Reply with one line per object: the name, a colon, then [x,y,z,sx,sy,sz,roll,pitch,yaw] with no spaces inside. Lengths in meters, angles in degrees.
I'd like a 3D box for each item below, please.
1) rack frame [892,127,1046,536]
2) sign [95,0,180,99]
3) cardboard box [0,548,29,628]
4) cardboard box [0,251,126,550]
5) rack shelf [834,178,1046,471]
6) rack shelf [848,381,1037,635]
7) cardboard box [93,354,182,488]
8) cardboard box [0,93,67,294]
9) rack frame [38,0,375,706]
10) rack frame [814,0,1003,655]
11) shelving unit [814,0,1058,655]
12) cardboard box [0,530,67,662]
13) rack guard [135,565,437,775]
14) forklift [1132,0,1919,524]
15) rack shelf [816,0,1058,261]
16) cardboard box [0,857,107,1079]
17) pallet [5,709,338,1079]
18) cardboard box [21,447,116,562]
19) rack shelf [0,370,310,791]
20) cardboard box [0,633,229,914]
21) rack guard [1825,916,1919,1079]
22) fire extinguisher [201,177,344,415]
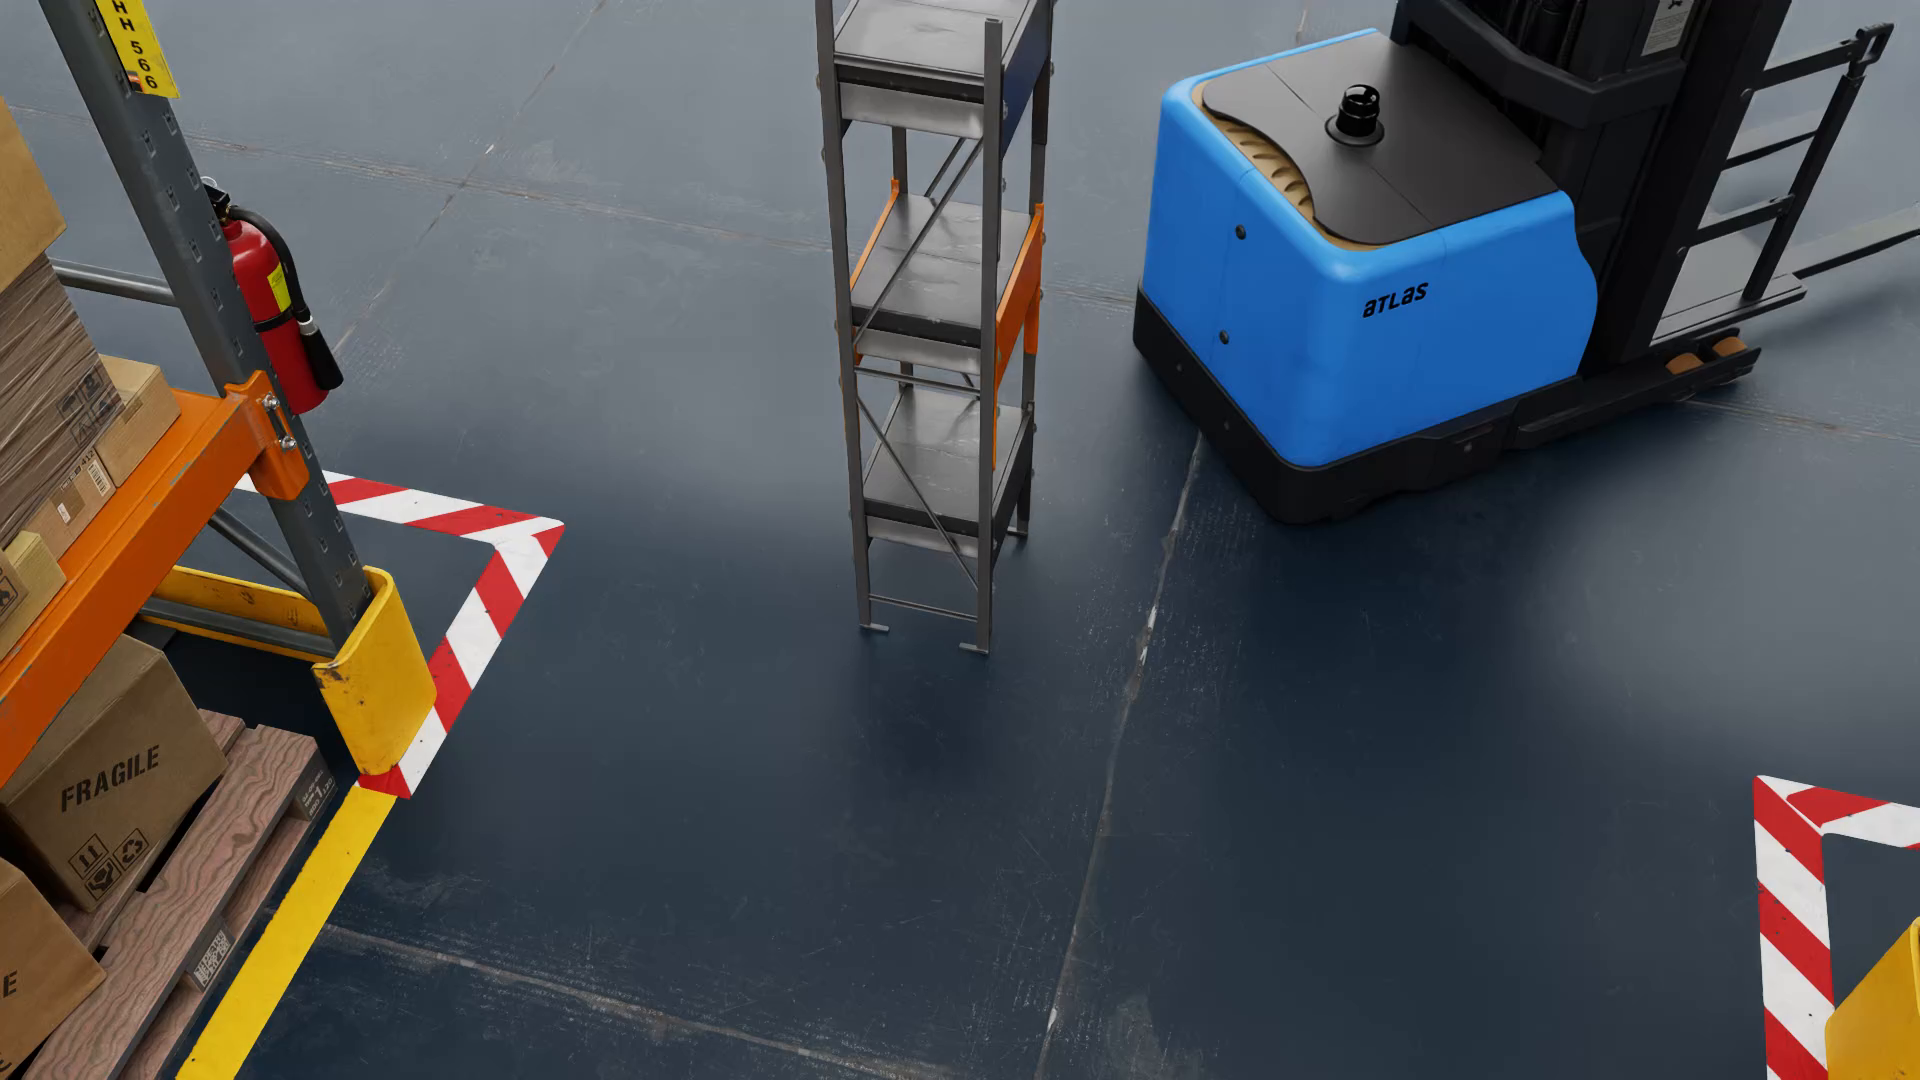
rack frame: [0.021,-0.752,4.513,0.400,2.100,0.015,12,50,10]
sign: [-1.569,-0.979,3.130,0.100,0.325,0.005,12,50,10]
cardboard box: [-2.286,0.031,2.957,0.875,0.500,0.500,12,50,10]
cardboard box: [-2.271,-0.354,3.297,0.875,0.500,0.500,12,50,10]
rack shelf: [-0.044,-0.566,4.367,0.431,0.518,0.480,12,50,10]
rack shelf: [-0.044,-0.103,4.892,0.431,0.518,0.480,12,50,10]
cardboard box: [-1.975,-0.285,3.668,0.380,0.149,0.250,12,50,10]
cardboard box: [-2.006,-0.631,2.874,0.500,0.500,0.500,12,50,10]
rack frame: [-2.099,-0.615,3.792,1.000,3.000,0.127,12,50,10]
rack frame: [-0.108,-0.399,4.201,0.400,2.100,0.015,12,50,10]
shelving unit: [-0.044,-0.575,4.357,0.431,2.100,0.503,12,50,10]
cardboard box: [-2.058,0.087,3.340,0.380,0.149,0.250,12,50,10]
rack guard: [-2.119,0.267,4.681,1.175,0.500,0.348,12,50,10]
forklift: [2.157,-1.782,4.868,3.031,2.935,1.130,-19,51,-16]
rack shelf: [-0.044,-1.029,3.842,0.431,0.518,0.480,12,50,10]
cardboard box: [-2.404,0.961,3.788,0.500,0.500,0.500,24,53,20]
pallet: [-2.367,0.943,4.277,1.003,0.211,1.213,12,50,10]
cardboard box: [-2.042,-0.104,3.509,0.380,0.149,0.250,12,50,10]
rack shelf: [-2.626,1.070,2.785,1.077,0.370,4.000,12,50,10]
cardboard box: [-2.280,0.522,4.176,0.500,0.500,0.500,20,52,17]
rack guard: [2.704,1.254,3.810,1.175,0.500,0.348,12,50,10]
fire extinguisher: [-1.625,-0.581,3.814,0.296,0.674,0.183,12,50,10]
